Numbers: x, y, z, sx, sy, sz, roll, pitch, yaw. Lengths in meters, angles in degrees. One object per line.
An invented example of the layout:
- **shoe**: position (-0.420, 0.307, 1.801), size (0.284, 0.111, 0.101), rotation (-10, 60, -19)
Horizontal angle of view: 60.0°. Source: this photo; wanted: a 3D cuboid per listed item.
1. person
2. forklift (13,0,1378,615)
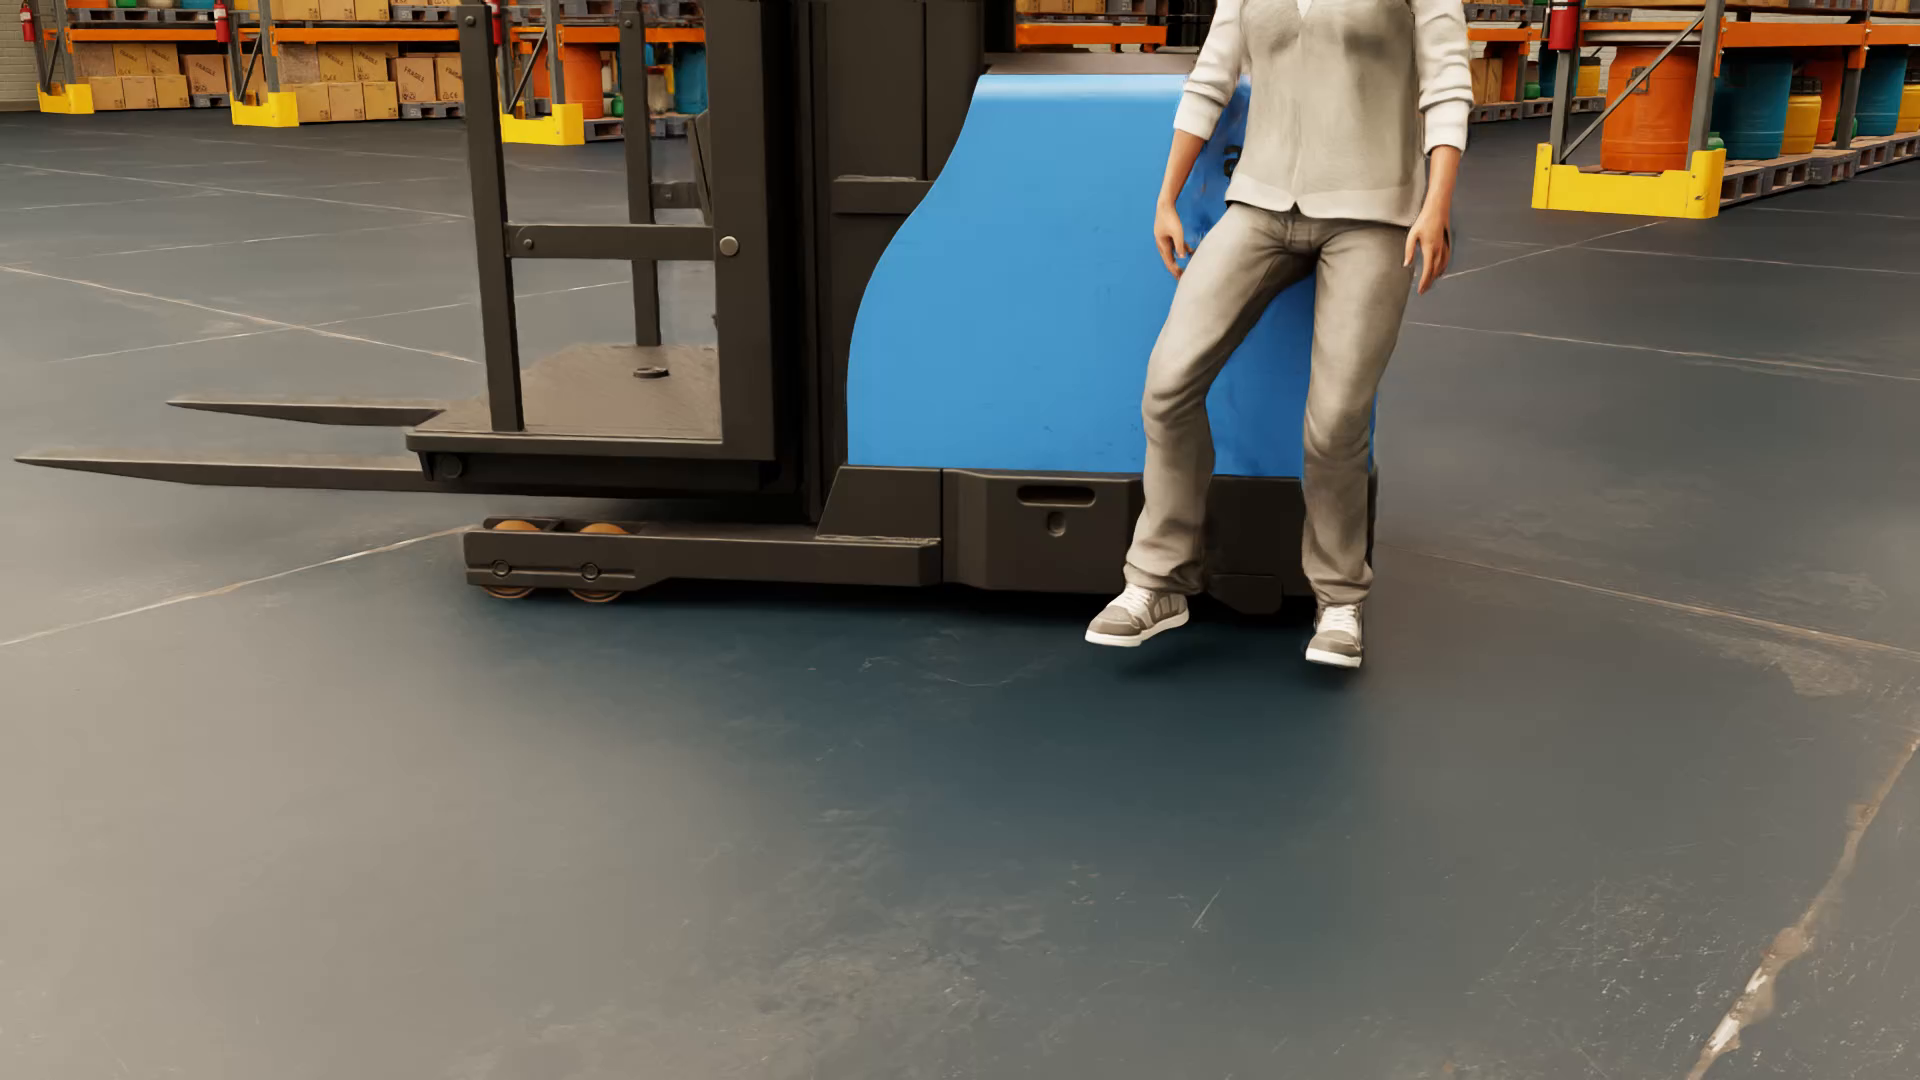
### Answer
- **person**: position (0.565, -0.534, 2.880), size (0.561, 1.583, 0.510), rotation (11, 20, 32)
- **forklift**: position (-0.616, -1.419, 3.570), size (3.031, 2.935, 1.130), rotation (2, 17, 6)
